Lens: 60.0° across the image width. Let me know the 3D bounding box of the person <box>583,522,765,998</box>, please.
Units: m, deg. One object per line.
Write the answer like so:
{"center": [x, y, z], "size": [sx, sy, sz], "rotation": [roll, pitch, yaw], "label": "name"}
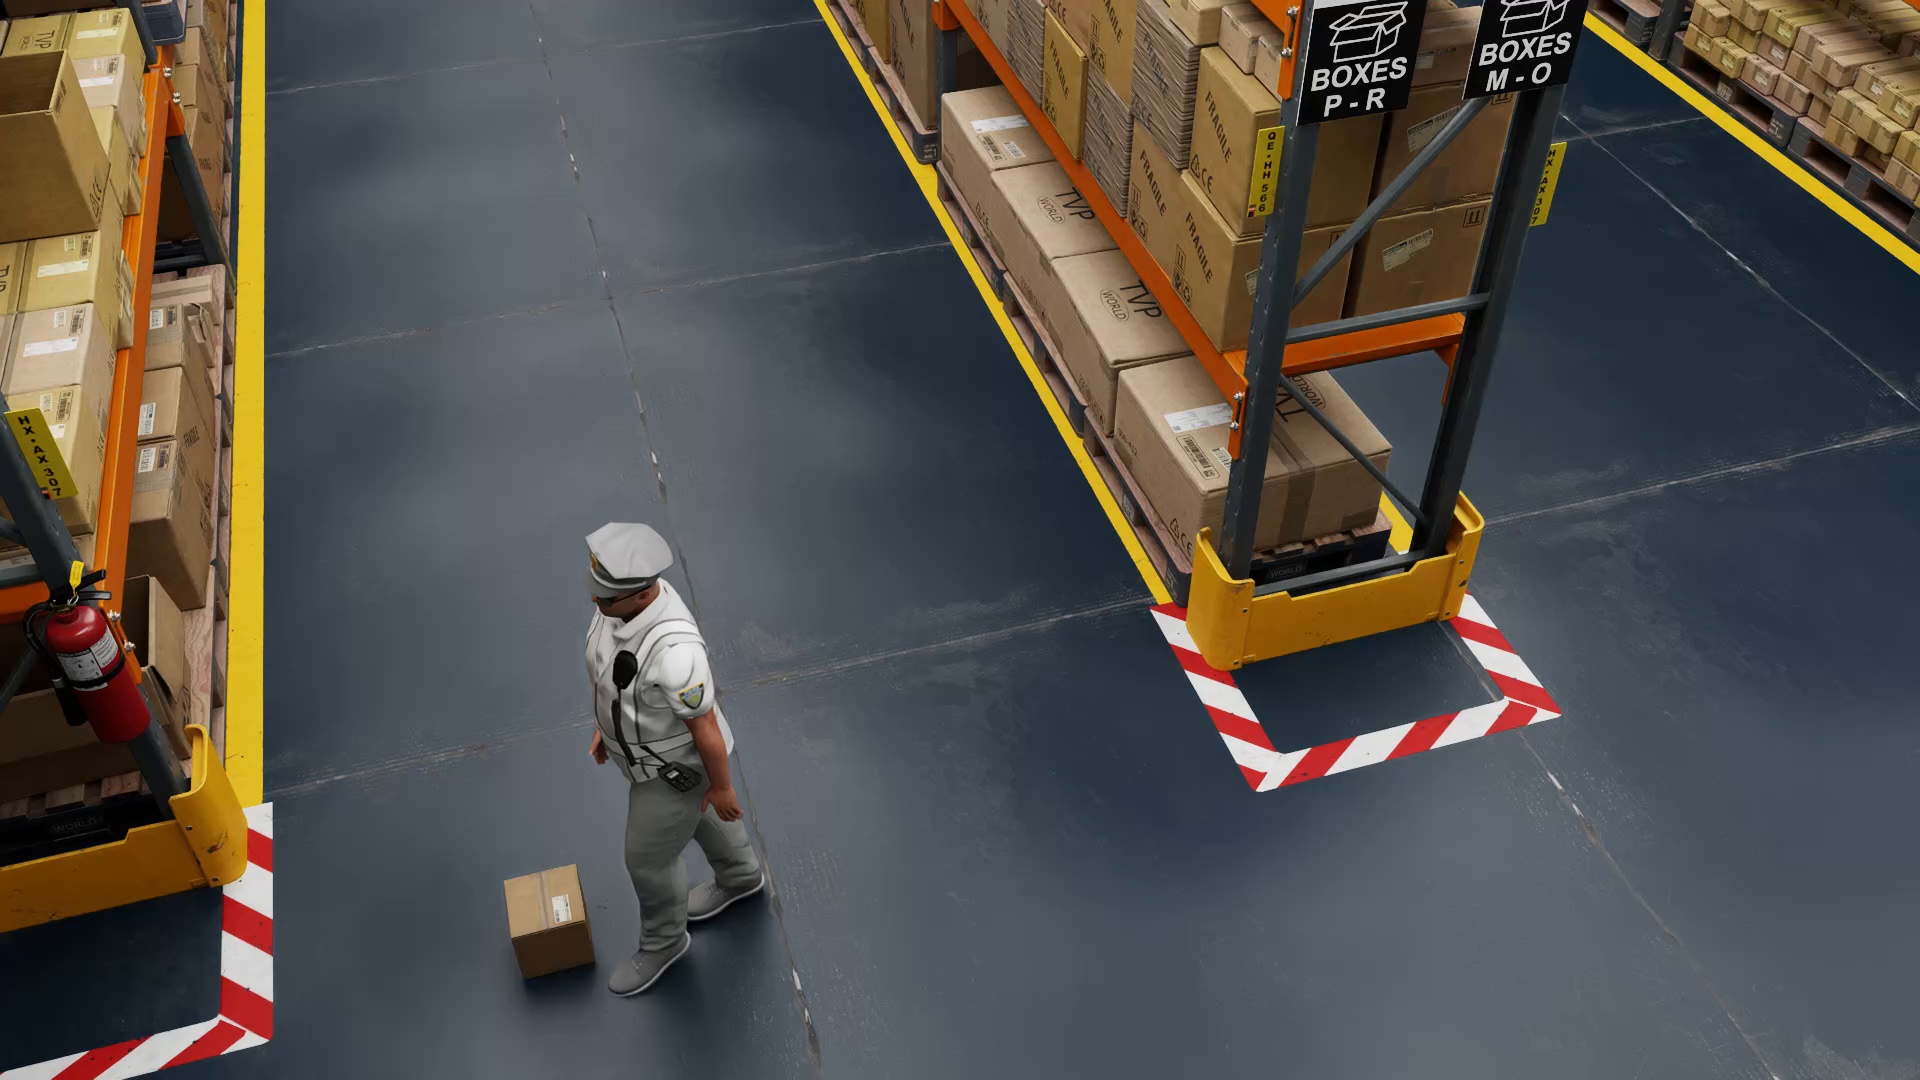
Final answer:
{"center": [-1.008, 0.686, 5.387], "size": [0.639, 1.782, 0.591], "rotation": [-17, 45, -18], "label": "person"}
